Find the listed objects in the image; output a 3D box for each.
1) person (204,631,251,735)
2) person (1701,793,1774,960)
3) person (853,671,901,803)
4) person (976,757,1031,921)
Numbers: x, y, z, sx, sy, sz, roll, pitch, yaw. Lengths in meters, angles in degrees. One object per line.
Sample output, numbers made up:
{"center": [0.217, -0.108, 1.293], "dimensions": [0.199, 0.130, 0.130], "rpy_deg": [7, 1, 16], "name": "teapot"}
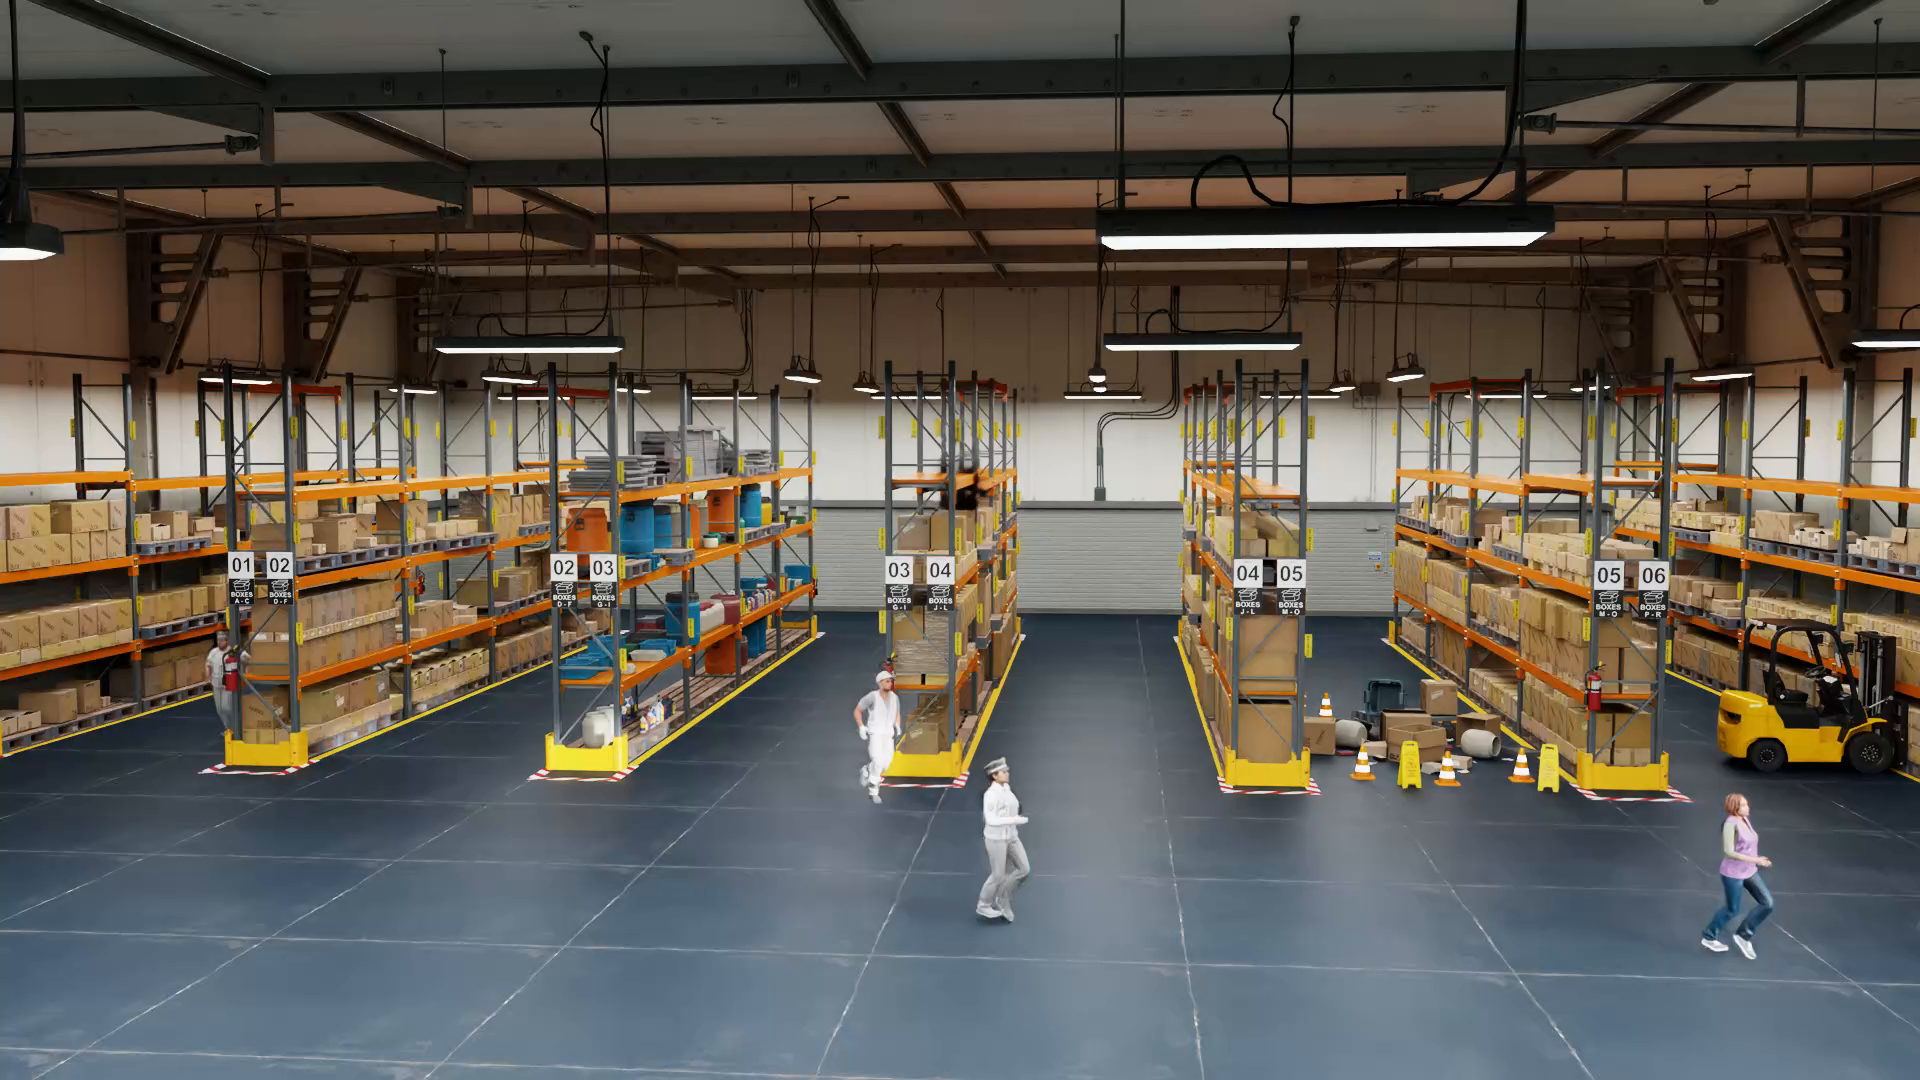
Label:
{"center": [-11.895, 2.367, 26.921], "dimensions": [0.693, 1.813, 0.702], "rpy_deg": [0, 4, 6], "name": "person"}
{"center": [7.399, 3.187, 15.785], "dimensions": [0.548, 1.574, 0.661], "rpy_deg": [-3, 5, -38], "name": "person"}
{"center": [-1.117, 2.666, 22.688], "dimensions": [0.709, 1.761, 0.705], "rpy_deg": [-3, 5, -34], "name": "person"}
{"center": [0.464, 3.052, 16.913], "dimensions": [0.630, 1.705, 0.595], "rpy_deg": [2, 4, 31], "name": "person"}
